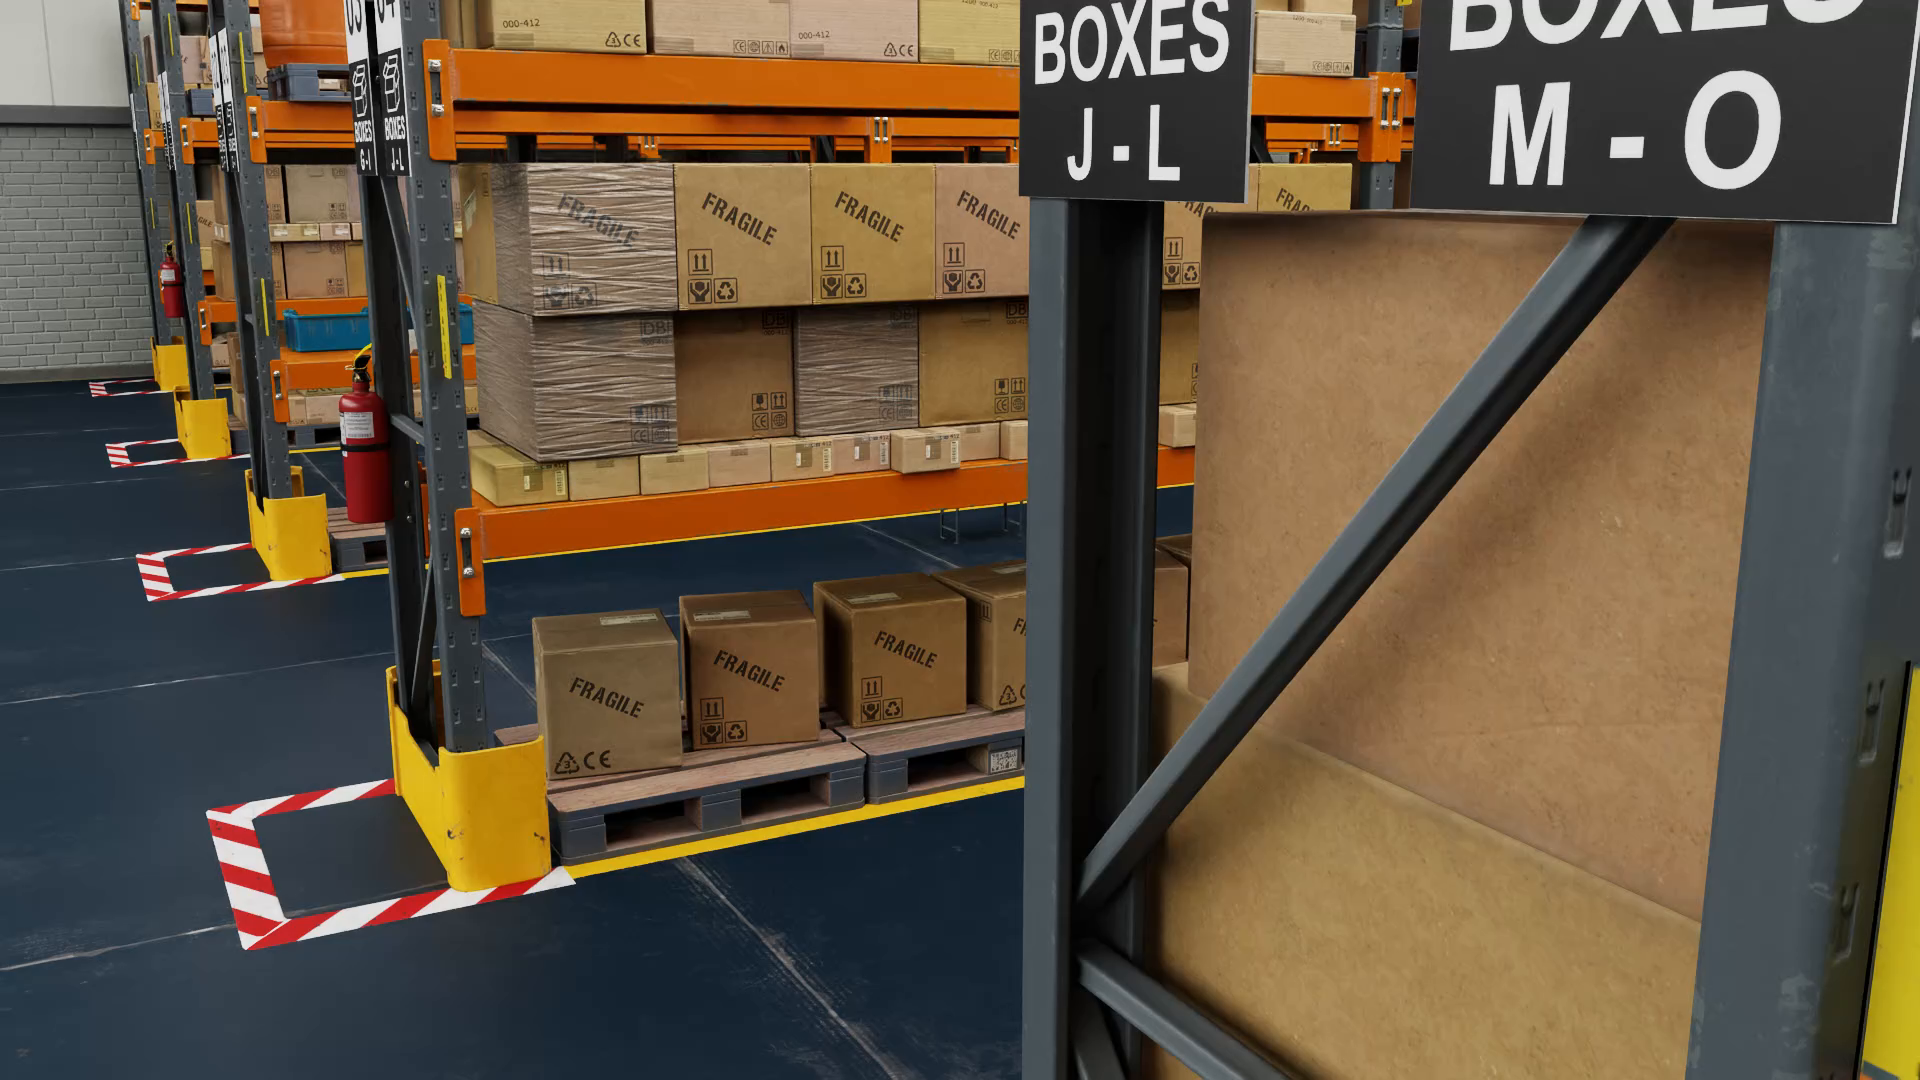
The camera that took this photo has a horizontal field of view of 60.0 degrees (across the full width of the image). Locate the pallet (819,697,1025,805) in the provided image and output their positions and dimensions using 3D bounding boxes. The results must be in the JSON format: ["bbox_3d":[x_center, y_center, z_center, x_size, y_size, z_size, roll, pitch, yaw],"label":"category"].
[{"bbox_3d":[-0.056,0.777,7.174,1.213,0.211,1.003,-7,14,-28],"label":"pallet"}]

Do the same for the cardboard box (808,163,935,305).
[{"bbox_3d":[-0.428,-1.160,6.249,0.500,0.500,0.500,-7,14,-28],"label":"cardboard box"}]

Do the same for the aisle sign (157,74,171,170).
[{"bbox_3d":[-6.864,-3.596,14.336,0.004,0.787,0.394,-7,14,-28],"label":"aisle sign"}]

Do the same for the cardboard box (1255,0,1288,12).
[{"bbox_3d":[1.164,-2.274,6.983,0.250,0.149,0.380,-7,14,-27],"label":"cardboard box"}]

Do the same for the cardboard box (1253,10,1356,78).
[{"bbox_3d":[1.314,-2.082,7.037,0.500,0.250,0.500,-6,14,-26],"label":"cardboard box"}]

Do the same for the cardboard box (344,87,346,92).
[{"bbox_3d":[-7.226,-4.907,18.976,0.500,0.500,0.500,-6,14,-24],"label":"cardboard box"}]

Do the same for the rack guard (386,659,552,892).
[{"bbox_3d":[-1.855,0.843,6.226,0.348,0.500,1.175,-7,14,-28],"label":"rack guard"}]

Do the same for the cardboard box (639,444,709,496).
[{"bbox_3d":[-1.102,-0.276,6.078,0.250,0.149,0.380,-7,14,-28],"label":"cardboard box"}]

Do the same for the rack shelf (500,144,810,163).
[{"bbox_3d":[-3.776,-4.976,21.196,4.000,0.370,1.077,-7,14,-28],"label":"rack shelf"}]

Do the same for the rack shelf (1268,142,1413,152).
[{"bbox_3d":[5.623,-4.864,20.695,4.000,0.370,1.077,-7,14,-28],"label":"rack shelf"}]

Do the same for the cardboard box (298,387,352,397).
[{"bbox_3d":[-5.650,-1.574,14.870,0.500,0.500,0.500,-7,14,-28],"label":"cardboard box"}]

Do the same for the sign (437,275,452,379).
[{"bbox_3d":[-1.662,-0.687,5.357,0.005,0.325,0.100,-7,14,-28],"label":"sign"}]

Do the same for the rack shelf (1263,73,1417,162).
[{"bbox_3d":[3.344,-2.113,8.471,4.000,0.370,1.077,-7,14,-28],"label":"rack shelf"}]

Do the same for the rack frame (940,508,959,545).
[{"bbox_3d":[-0.069,-0.577,10.941,0.015,1.200,0.240,-7,14,-28],"label":"rack frame"}]

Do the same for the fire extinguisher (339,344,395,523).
[{"bbox_3d":[-2.243,-0.408,6.266,0.183,0.674,0.296,-7,14,-28],"label":"fire extinguisher"}]

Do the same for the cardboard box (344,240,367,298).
[{"bbox_3d":[-5.352,-2.481,15.074,0.500,0.500,0.700,-7,14,-27],"label":"cardboard box"}]

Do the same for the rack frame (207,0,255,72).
[{"bbox_3d":[-4.295,-4.250,9.499,0.127,3.000,1.000,-7,14,-28],"label":"rack frame"}]

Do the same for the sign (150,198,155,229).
[{"bbox_3d":[-8.782,-3.550,18.082,0.005,0.325,0.100,-7,14,-28],"label":"sign"}]

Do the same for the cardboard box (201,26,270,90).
[{"bbox_3d":[-6.159,-4.125,14.264,0.637,0.503,0.797,-6,14,-24],"label":"cardboard box"}]

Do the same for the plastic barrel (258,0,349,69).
[{"bbox_3d":[-3.930,-3.277,10.071,0.708,0.830,0.600,-7,14,-28],"label":"plastic barrel"}]

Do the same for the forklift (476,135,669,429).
[{"bbox_3d":[-2.927,-2.000,13.320,1.130,2.935,3.031,1,13,3],"label":"forklift"}]

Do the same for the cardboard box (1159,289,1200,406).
[{"bbox_3d":[0.709,-0.902,7.382,0.500,0.500,0.875,-7,14,-28],"label":"cardboard box"}]

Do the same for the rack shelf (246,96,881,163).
[{"bbox_3d":[-2.540,-2.646,10.842,4.000,0.370,1.077,-7,14,-28],"label":"rack shelf"}]

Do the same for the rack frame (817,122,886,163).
[{"bbox_3d":[-0.784,-1.744,12.028,0.127,3.000,1.000,-7,14,-28],"label":"rack frame"}]

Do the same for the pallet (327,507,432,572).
[{"bbox_3d":[-3.535,-0.064,10.915,1.213,0.211,1.003,-7,14,-28],"label":"pallet"}]

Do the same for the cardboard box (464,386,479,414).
[{"bbox_3d":[-4.771,-1.313,15.417,0.500,0.250,0.500,-7,14,-28],"label":"cardboard box"}]

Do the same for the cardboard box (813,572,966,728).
[{"bbox_3d":[-0.299,0.452,7.008,0.500,0.500,0.500,-5,14,-23],"label":"cardboard box"}]

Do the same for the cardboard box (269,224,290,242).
[{"bbox_3d":[-5.987,-2.672,14.444,0.250,0.149,0.380,-7,15,-29],"label":"cardboard box"}]

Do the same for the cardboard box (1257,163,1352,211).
[{"bbox_3d":[1.326,-1.371,7.187,0.500,0.500,0.500,-7,14,-28],"label":"cardboard box"}]

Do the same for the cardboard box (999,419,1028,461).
[{"bbox_3d":[0.217,-0.433,6.773,0.250,0.149,0.380,-7,14,-28],"label":"cardboard box"}]

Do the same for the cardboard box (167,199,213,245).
[{"bbox_3d":[-8.730,-3.626,18.976,0.500,0.500,0.500,-7,14,-28],"label":"cardboard box"}]

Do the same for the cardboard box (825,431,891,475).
[{"bbox_3d":[-0.464,-0.363,6.463,0.250,0.149,0.380,-7,14,-28],"label":"cardboard box"}]

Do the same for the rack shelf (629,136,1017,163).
[{"bbox_3d":[-1.399,-4.022,16.956,4.000,0.370,1.077,-7,14,-28],"label":"rack shelf"}]

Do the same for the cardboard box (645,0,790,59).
[{"bbox_3d":[-0.926,-1.815,5.854,0.500,0.250,0.500,-7,15,-29],"label":"cardboard box"}]

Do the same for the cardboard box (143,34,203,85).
[{"bbox_3d":[-8.588,-5.236,18.161,0.500,0.500,0.500,-8,15,-32],"label":"cardboard box"}]

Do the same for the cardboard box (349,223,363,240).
[{"bbox_3d":[-5.312,-2.752,14.802,0.250,0.149,0.380,-7,15,-30],"label":"cardboard box"}]

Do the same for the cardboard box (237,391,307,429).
[{"bbox_3d":[-6.088,-1.155,14.717,0.500,0.250,0.500,-7,14,-28],"label":"cardboard box"}]

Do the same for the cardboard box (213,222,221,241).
[{"bbox_3d":[-6.421,-2.721,14.661,0.250,0.149,0.380,-7,15,-29],"label":"cardboard box"}]

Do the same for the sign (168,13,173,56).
[{"bbox_3d":[-6.405,-4.099,13.489,0.005,0.325,0.100,-7,14,-28],"label":"sign"}]

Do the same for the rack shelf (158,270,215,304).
[{"bbox_3d":[-7.287,-3.092,19.655,4.000,0.370,1.077,-7,14,-28],"label":"rack shelf"}]

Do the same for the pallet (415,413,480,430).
[{"bbox_3d":[-4.945,-1.134,15.667,1.213,0.211,1.003,-7,14,-28],"label":"pallet"}]

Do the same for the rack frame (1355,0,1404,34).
[{"bbox_3d":[1.589,-3.716,7.128,0.127,3.000,1.000,-7,14,-28],"label":"rack frame"}]

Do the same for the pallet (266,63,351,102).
[{"bbox_3d":[-3.522,-2.763,10.152,1.213,0.211,1.003,-7,14,-28],"label":"pallet"}]

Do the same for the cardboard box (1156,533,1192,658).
[{"bbox_3d":[1.219,0.259,7.862,0.500,0.500,0.500,-7,15,-30],"label":"cardboard box"}]

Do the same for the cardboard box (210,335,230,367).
[{"bbox_3d":[-8.392,-2.191,19.135,0.500,0.311,0.500,-9,15,-34],"label":"cardboard box"}]

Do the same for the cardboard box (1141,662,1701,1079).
[{"bbox_3d":[0.670,0.477,1.818,0.550,0.550,0.875,-7,14,-28],"label":"cardboard box"}]

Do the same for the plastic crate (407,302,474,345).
[{"bbox_3d":[-3.427,-1.428,10.963,0.408,0.251,0.499,-7,14,-28],"label":"plastic crate"}]

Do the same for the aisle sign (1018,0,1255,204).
[{"bbox_3d":[0.160,-0.721,1.560,0.004,0.787,0.394,-7,14,-28],"label":"aisle sign"}]

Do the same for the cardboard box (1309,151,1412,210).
[{"bbox_3d":[2.353,-1.344,7.926,1.000,1.000,1.000,-7,14,-27],"label":"cardboard box"}]

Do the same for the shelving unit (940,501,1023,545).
[{"bbox_3d":[0.145,-0.603,11.055,0.503,1.200,0.258,-7,14,-28],"label":"shelving unit"}]

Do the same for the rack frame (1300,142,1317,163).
[{"bbox_3d":[3.868,-3.541,20.011,0.127,3.000,1.000,-7,14,-28],"label":"rack frame"}]

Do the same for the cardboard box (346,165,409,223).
[{"bbox_3d":[-5.302,-3.122,14.967,0.500,0.500,0.700,-7,14,-28],"label":"cardboard box"}]

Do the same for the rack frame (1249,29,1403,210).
[{"bbox_3d":[1.589,-0.790,7.786,0.127,3.000,1.000,-7,14,-28],"label":"rack frame"}]

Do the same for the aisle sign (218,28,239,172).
[{"bbox_3d":[-4.218,-2.528,9.588,0.004,0.787,0.394,-7,14,-28],"label":"aisle sign"}]

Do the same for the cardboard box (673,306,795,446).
[{"bbox_3d":[-1.045,-0.691,6.443,0.500,0.500,0.875,-7,14,-28],"label":"cardboard box"}]
